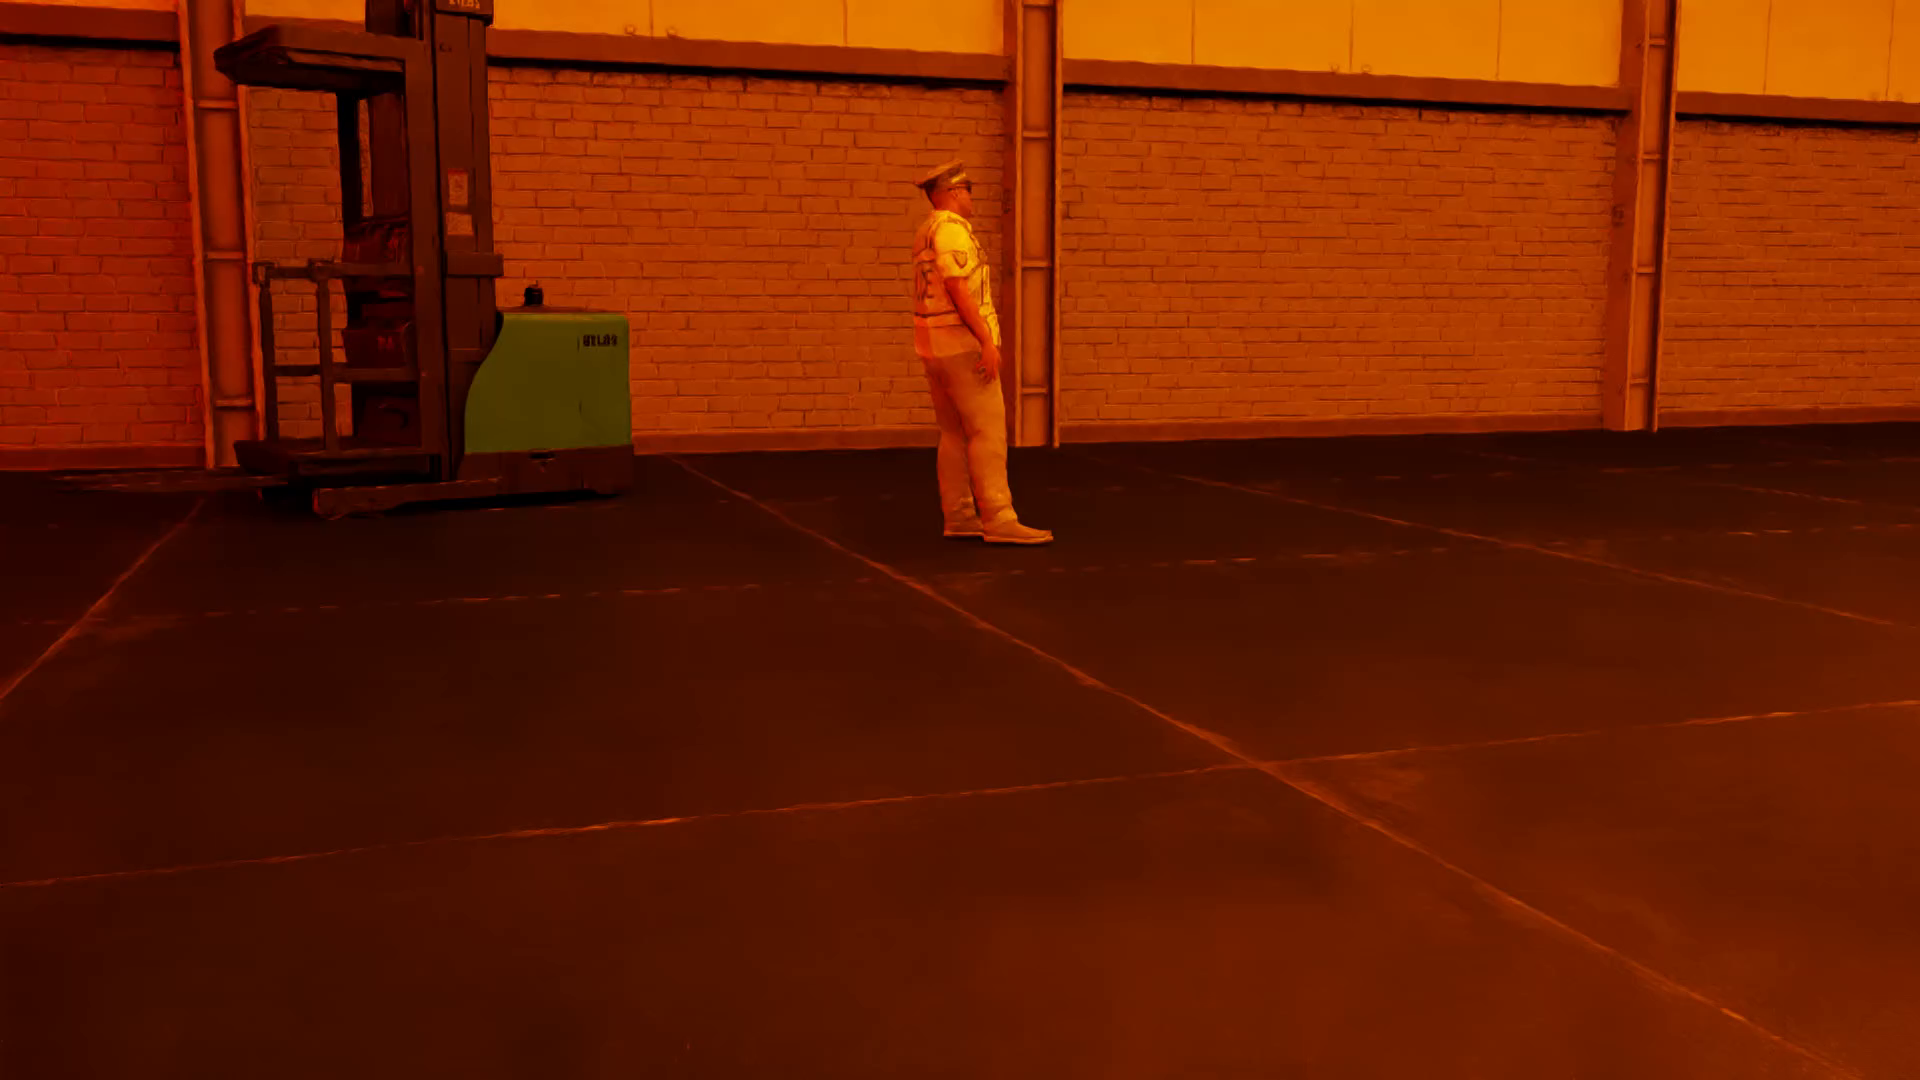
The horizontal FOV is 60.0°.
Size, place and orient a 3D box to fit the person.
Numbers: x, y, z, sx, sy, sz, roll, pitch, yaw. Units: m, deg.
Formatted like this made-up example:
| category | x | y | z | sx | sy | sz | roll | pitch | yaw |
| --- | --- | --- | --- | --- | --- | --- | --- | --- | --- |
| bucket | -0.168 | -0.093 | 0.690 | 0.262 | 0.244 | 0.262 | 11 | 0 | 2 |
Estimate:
| category | x | y | z | sx | sy | sz | roll | pitch | yaw |
| --- | --- | --- | --- | --- | --- | --- | --- | --- | --- |
| person | 0.078 | -0.892 | 7.816 | 0.574 | 1.781 | 0.640 | -3 | 8 | -18 |

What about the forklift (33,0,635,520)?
| category | x | y | z | sx | sy | sz | roll | pitch | yaw |
| --- | --- | --- | --- | --- | --- | --- | --- | --- | --- |
| forklift | -3.386 | -1.636 | 9.079 | 3.031 | 2.935 | 1.130 | -6 | 10 | -38 |
